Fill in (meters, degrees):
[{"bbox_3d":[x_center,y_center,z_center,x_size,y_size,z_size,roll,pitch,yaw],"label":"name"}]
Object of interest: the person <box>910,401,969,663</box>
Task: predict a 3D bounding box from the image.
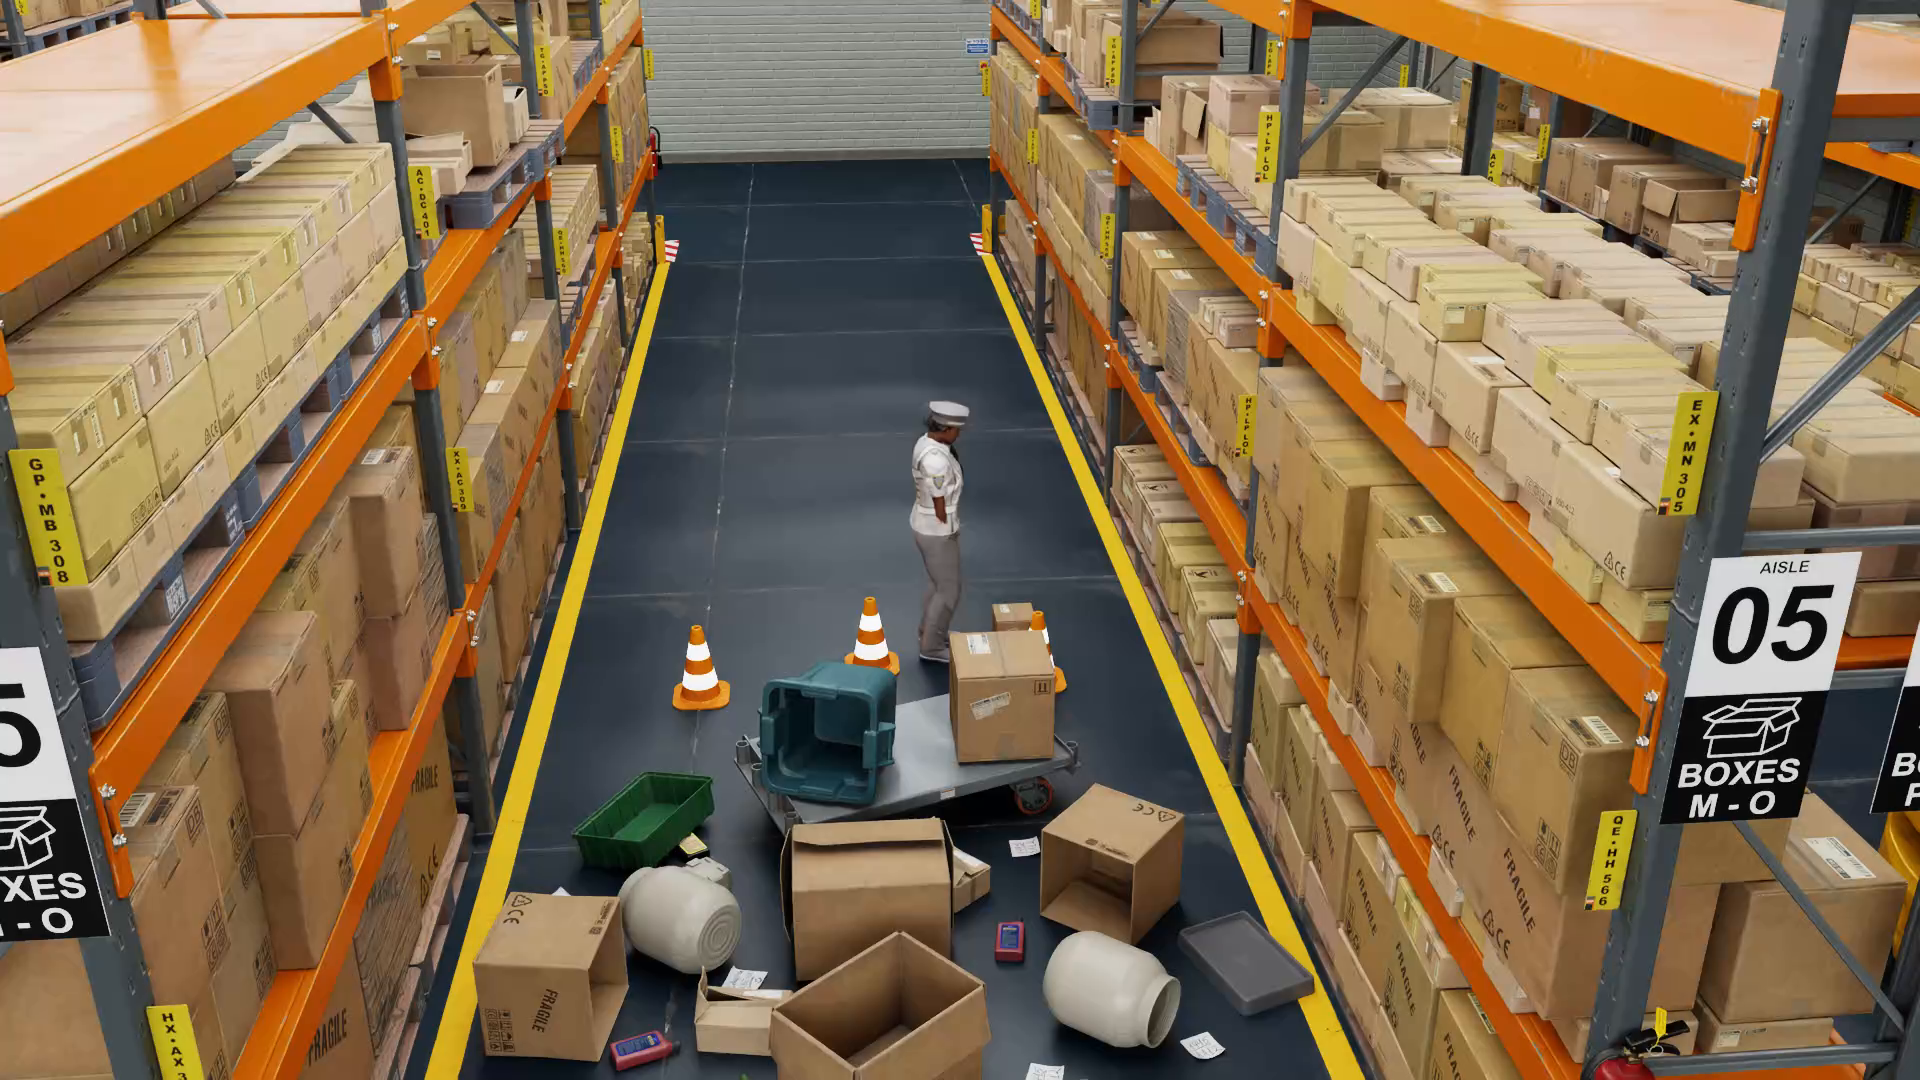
[{"bbox_3d":[-0.126,-0.060,10.270,0.365,1.650,0.444,-2,24,-4],"label":"person"}]
